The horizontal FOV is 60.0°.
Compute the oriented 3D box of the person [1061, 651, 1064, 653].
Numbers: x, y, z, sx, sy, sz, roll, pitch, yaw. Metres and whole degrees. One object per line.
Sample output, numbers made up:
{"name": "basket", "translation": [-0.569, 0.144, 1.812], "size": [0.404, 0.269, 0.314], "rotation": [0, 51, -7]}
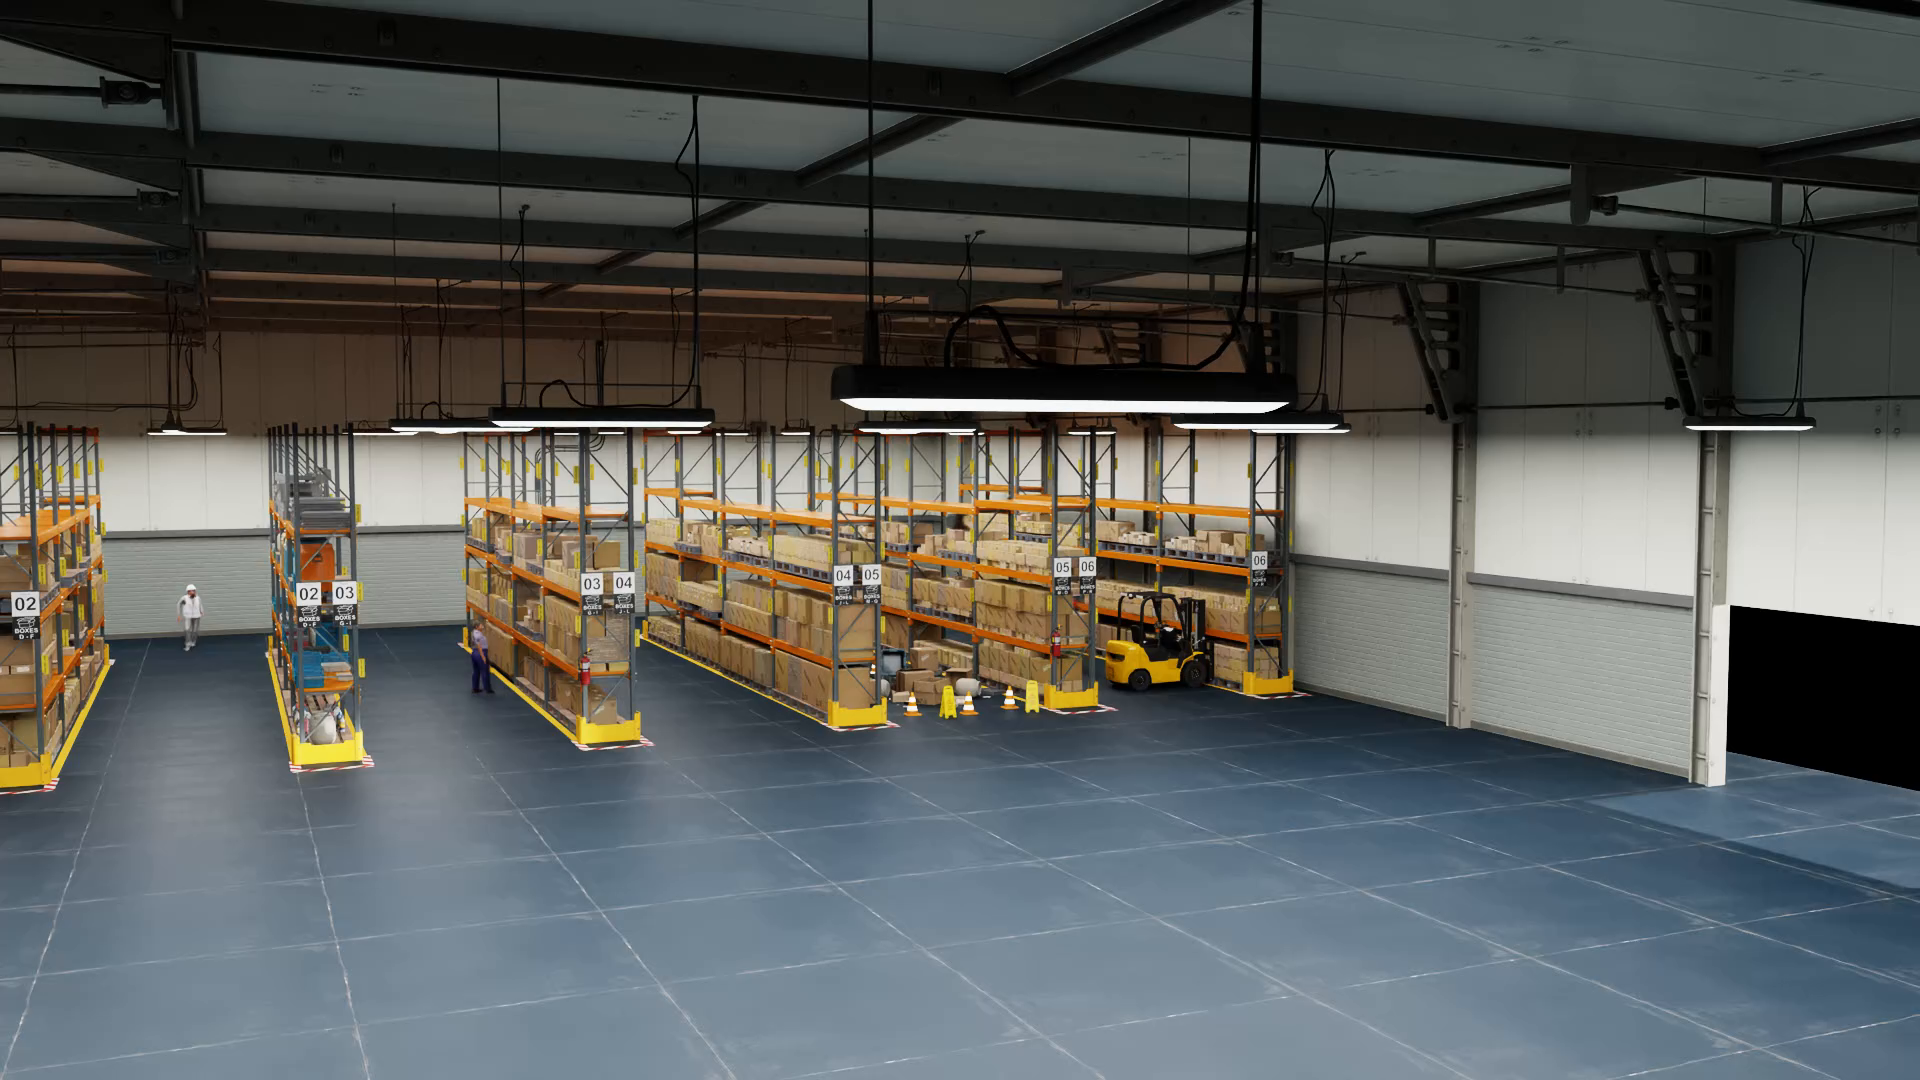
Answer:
{"name": "person", "translation": [2.465, 2.305, 41.447], "size": [0.645, 1.797, 0.537], "rotation": [-2, 4, -34]}

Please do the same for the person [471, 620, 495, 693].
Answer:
{"name": "person", "translation": [-10.704, 2.626, 37.282], "size": [0.442, 1.627, 0.558], "rotation": [-3, 4, -37]}

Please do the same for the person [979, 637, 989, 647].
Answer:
{"name": "person", "translation": [0.644, 2.102, 45.456], "size": [0.365, 1.696, 0.526], "rotation": [-2, 4, -24]}

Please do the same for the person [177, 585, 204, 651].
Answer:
{"name": "person", "translation": [-20.955, 2.116, 45.265], "size": [0.665, 1.798, 0.888], "rotation": [-2, 4, -25]}
